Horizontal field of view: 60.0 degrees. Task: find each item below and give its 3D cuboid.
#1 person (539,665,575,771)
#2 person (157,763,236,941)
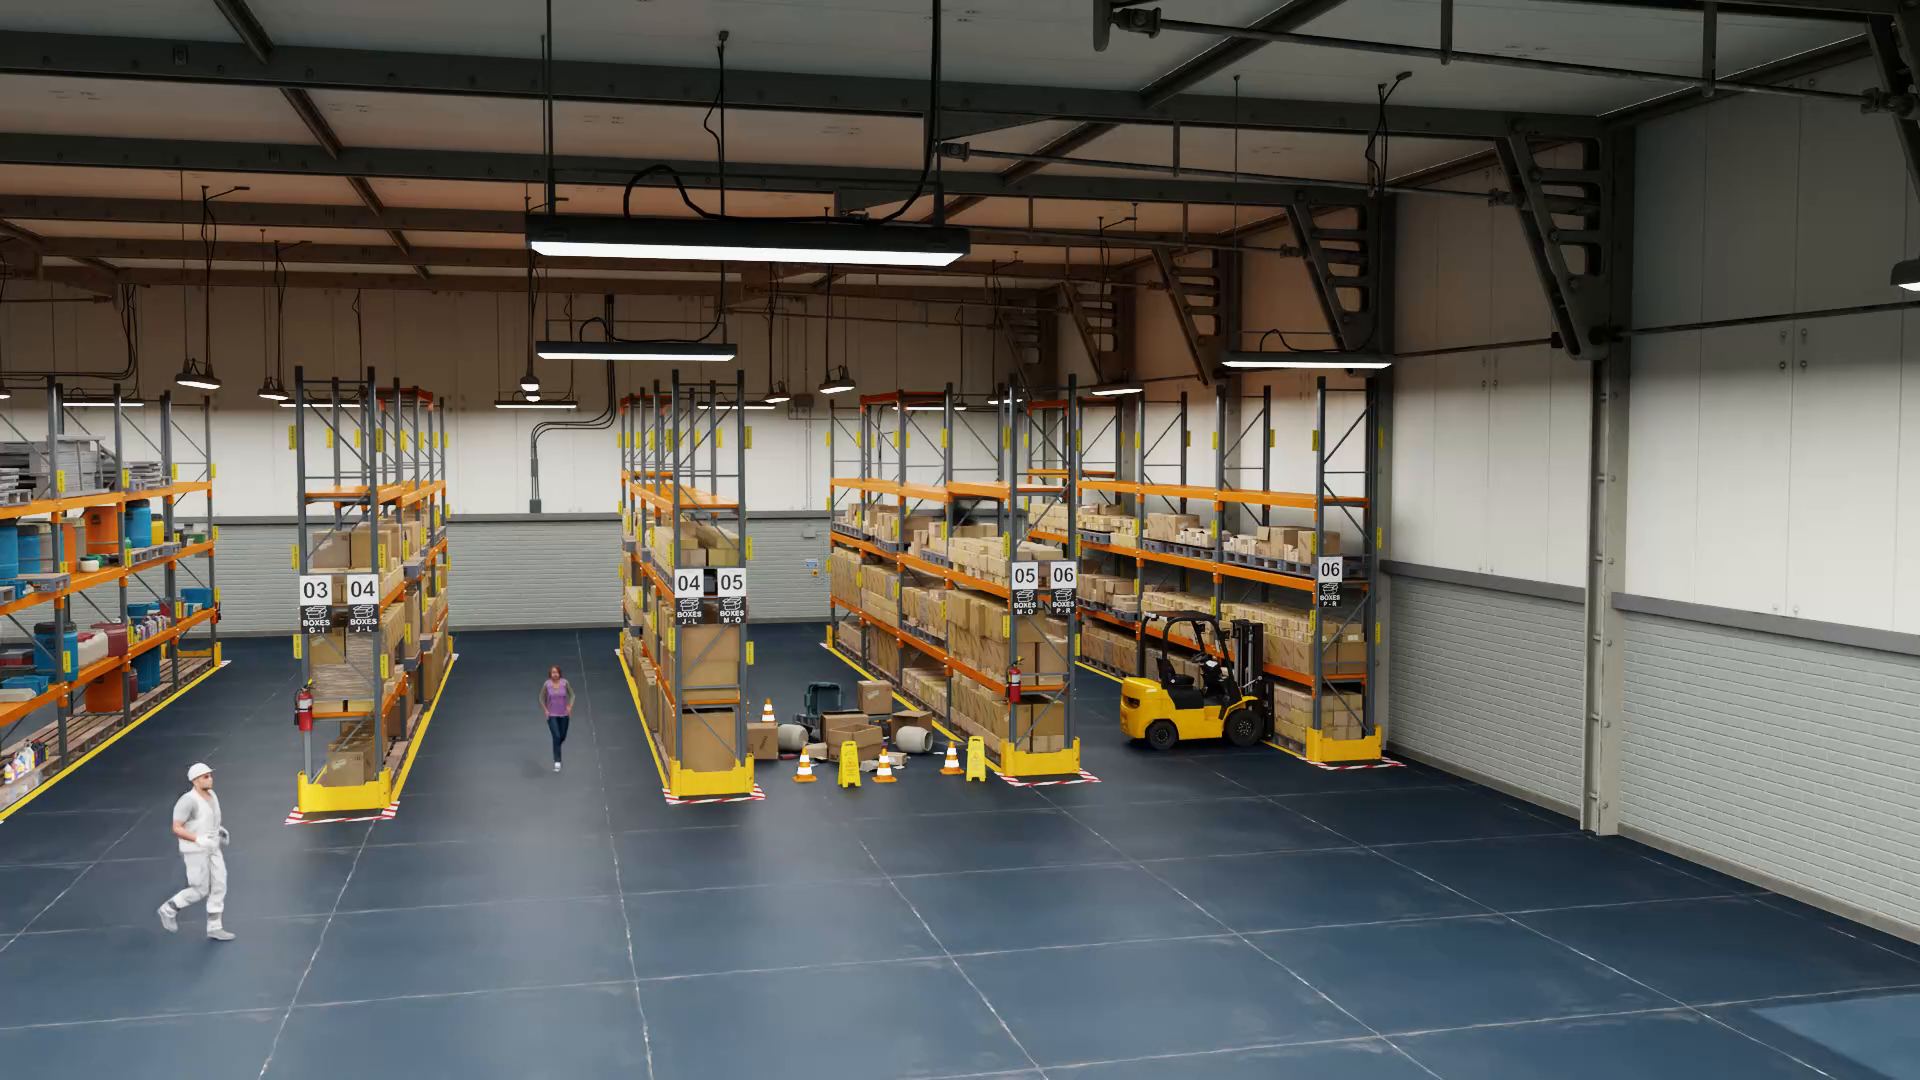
[{"bbox_3d":[-6.184,2.709,25.513,0.539,1.576,0.674,-1,4,-20],"label":"person"},{"bbox_3d":[-7.660,3.124,16.708,0.782,1.780,0.684,1,3,10],"label":"person"}]
